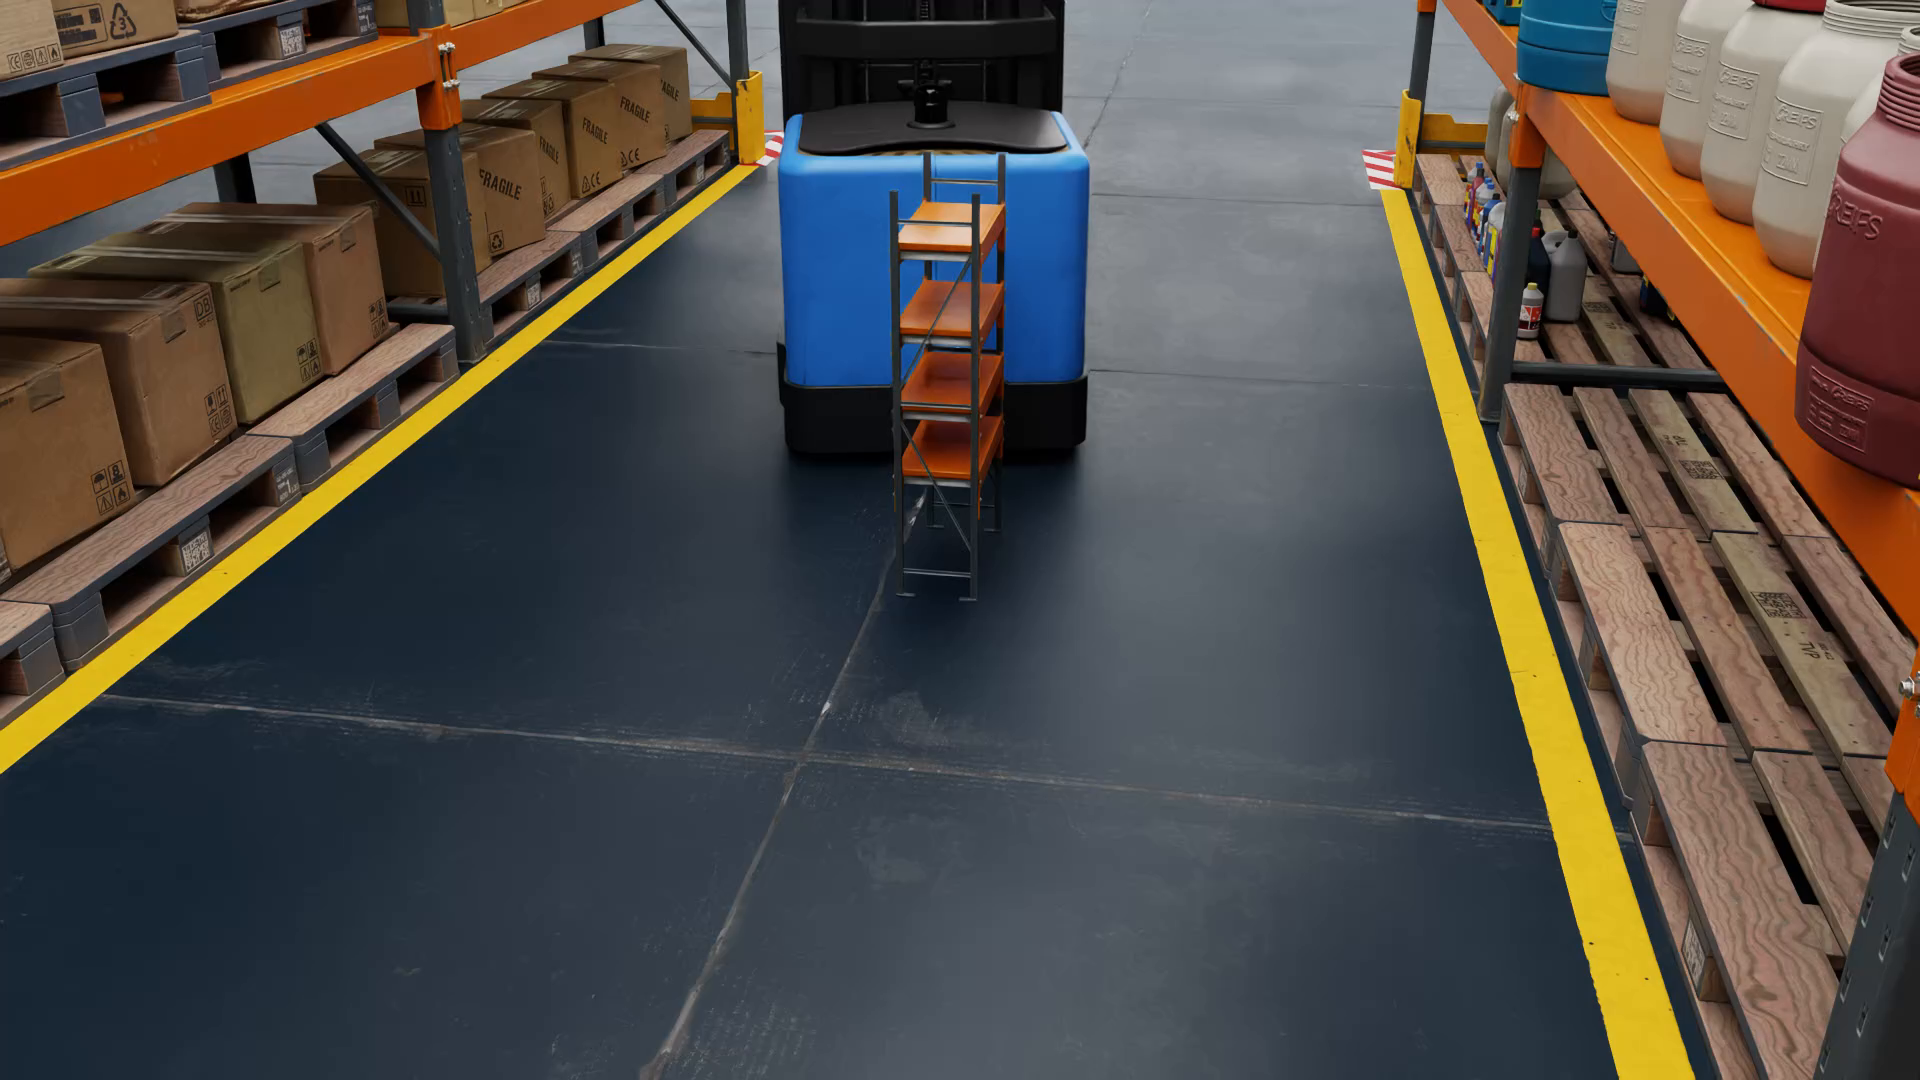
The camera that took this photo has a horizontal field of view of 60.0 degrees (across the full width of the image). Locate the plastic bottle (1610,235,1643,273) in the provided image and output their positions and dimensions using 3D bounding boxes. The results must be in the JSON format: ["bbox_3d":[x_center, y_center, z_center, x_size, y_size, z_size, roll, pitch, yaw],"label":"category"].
[{"bbox_3d":[2.925,-1.311,7.207,0.152,0.276,0.135,4,25,9],"label":"plastic bottle"}]

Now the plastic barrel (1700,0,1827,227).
[{"bbox_3d":[1.870,-0.969,3.622,0.433,0.535,0.433,0,25,0],"label":"plastic barrel"}]

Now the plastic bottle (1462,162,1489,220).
[{"bbox_3d":[2.483,-1.680,8.001,0.097,0.271,0.097,0,25,0],"label":"plastic bottle"}]

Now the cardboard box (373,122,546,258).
[{"bbox_3d":[-2.262,-1.586,7.554,0.500,0.500,0.500,13,28,25],"label":"cardboard box"}]

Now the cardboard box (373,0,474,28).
[{"bbox_3d":[-2.121,-2.079,6.449,0.380,0.149,0.250,4,25,9],"label":"cardboard box"}]

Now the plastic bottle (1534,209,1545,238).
[{"bbox_3d":[2.444,-1.258,7.084,0.061,0.283,0.133,4,25,9],"label":"plastic bottle"}]

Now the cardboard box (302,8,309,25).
[{"bbox_3d":[-2.708,-2.120,6.537,0.380,0.149,0.250,4,25,9],"label":"cardboard box"}]

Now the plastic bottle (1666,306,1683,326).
[{"bbox_3d":[2.838,-0.996,6.526,0.061,0.283,0.133,4,25,9],"label":"plastic bottle"}]

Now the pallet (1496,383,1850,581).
[{"bbox_3d":[2.343,-0.186,5.399,1.003,0.211,1.213,4,25,9],"label":"pallet"}]

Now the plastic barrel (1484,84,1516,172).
[{"bbox_3d":[3.055,-2.236,8.928,0.421,0.512,0.421,0,25,0],"label":"plastic barrel"}]

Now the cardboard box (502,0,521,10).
[{"bbox_3d":[-2.054,-2.289,6.898,0.380,0.149,0.250,4,25,9],"label":"cardboard box"}]

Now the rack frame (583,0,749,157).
[{"bbox_3d":[-1.799,-3.796,9.822,1.000,3.000,0.127,4,25,9],"label":"rack frame"}]

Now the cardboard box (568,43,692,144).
[{"bbox_3d":[-1.918,-2.595,9.708,0.500,0.500,0.500,9,27,18],"label":"cardboard box"}]

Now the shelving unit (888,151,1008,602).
[{"bbox_3d":[-0.027,-0.474,4.848,0.258,1.200,0.503,4,25,9],"label":"shelving unit"}]

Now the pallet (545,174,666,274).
[{"bbox_3d":[-2.181,-1.656,8.538,1.003,0.211,1.213,4,25,9],"label":"pallet"}]

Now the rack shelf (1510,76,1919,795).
[{"bbox_3d":[2.106,-0.618,3.881,1.077,0.370,4.000,4,25,9],"label":"rack shelf"}]

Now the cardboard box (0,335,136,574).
[{"bbox_3d":[-2.853,-0.270,4.718,0.700,0.500,0.500,6,26,13],"label":"cardboard box"}]

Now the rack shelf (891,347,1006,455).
[{"bbox_3d":[-0.027,-0.413,4.876,0.258,0.148,0.480,4,25,9],"label":"rack shelf"}]

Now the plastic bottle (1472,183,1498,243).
[{"bbox_3d":[2.411,-1.495,7.605,0.097,0.271,0.097,0,25,0],"label":"plastic bottle"}]

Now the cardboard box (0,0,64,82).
[{"bbox_3d":[-2.606,-1.258,4.081,0.500,0.250,0.500,3,25,7],"label":"cardboard box"}]

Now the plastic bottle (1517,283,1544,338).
[{"bbox_3d":[2.185,-0.886,6.385,0.097,0.201,0.097,0,25,0],"label":"plastic bottle"}]

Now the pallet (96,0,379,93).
[{"bbox_3d":[-2.722,-1.727,5.628,1.003,0.211,1.213,4,25,9],"label":"pallet"}]

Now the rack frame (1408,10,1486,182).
[{"bbox_3d":[3.087,-3.453,9.089,1.000,3.000,0.127,4,25,9],"label":"rack frame"}]

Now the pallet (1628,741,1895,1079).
[{"bbox_3d":[1.944,0.834,3.219,1.003,0.211,1.213,4,25,9],"label":"pallet"}]

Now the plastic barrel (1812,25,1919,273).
[{"bbox_3d":[1.737,-0.603,2.868,0.421,0.512,0.421,0,25,0],"label":"plastic barrel"}]

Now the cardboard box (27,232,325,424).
[{"bbox_3d":[-2.671,-0.737,5.716,0.700,0.500,0.500,4,25,8],"label":"cardboard box"}]

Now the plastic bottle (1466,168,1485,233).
[{"bbox_3d":[2.428,-1.592,7.798,0.061,0.283,0.133,4,25,9],"label":"plastic bottle"}]

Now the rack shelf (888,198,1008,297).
[{"bbox_3d":[-0.027,-0.830,4.681,0.258,0.148,0.480,4,25,9],"label":"rack shelf"}]

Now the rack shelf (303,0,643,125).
[{"bbox_3d":[-2.126,-2.634,8.188,1.077,0.370,4.000,4,25,9],"label":"rack shelf"}]

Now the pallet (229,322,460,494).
[{"bbox_3d":[-2.579,-0.535,6.144,1.003,0.211,1.213,4,25,9],"label":"pallet"}]

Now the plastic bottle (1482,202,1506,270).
[{"bbox_3d":[2.369,-1.318,7.222,0.152,0.276,0.135,4,25,9],"label":"plastic bottle"}]

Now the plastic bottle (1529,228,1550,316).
[{"bbox_3d":[2.254,-1.069,6.602,0.144,0.351,0.185,3,25,7],"label":"plastic bottle"}]

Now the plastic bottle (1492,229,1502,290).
[{"bbox_3d":[2.271,-1.190,6.939,0.061,0.283,0.133,6,26,12],"label":"plastic bottle"}]

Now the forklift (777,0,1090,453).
[{"bbox_3d":[-0.160,-2.210,6.515,1.130,2.935,3.031,-1,25,-3],"label":"forklift"}]

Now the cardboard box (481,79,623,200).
[{"bbox_3d":[-2.103,-2.082,8.612,0.500,0.500,0.500,6,26,13],"label":"cardboard box"}]

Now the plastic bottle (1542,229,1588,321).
[{"bbox_3d":[2.396,-1.059,6.580,0.144,0.351,0.185,4,25,9],"label":"plastic bottle"}]

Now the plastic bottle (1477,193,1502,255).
[{"bbox_3d":[2.378,-1.410,7.424,0.097,0.271,0.097,0,25,0],"label":"plastic bottle"}]

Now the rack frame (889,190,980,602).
[{"bbox_3d":[-0.067,-0.372,4.630,0.240,1.200,0.015,4,25,9],"label":"rack frame"}]

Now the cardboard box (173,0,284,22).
[{"bbox_3d":[-2.721,-2.263,5.343,1.000,1.000,1.000,4,25,9],"label":"cardboard box"}]

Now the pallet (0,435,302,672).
[{"bbox_3d":[-2.776,-0.023,5.050,1.003,0.211,1.213,4,25,9],"label":"pallet"}]

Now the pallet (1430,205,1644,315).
[{"bbox_3d":[2.781,-1.307,7.794,1.003,0.211,1.213,4,25,9],"label":"pallet"}]

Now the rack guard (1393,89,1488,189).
[{"bbox_3d":[3.121,-2.286,9.544,1.175,0.500,0.348,4,25,9],"label":"rack guard"}]

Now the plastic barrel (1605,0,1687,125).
[{"bbox_3d":[2.060,-1.457,4.664,0.433,0.535,0.433,0,25,0],"label":"plastic barrel"}]
